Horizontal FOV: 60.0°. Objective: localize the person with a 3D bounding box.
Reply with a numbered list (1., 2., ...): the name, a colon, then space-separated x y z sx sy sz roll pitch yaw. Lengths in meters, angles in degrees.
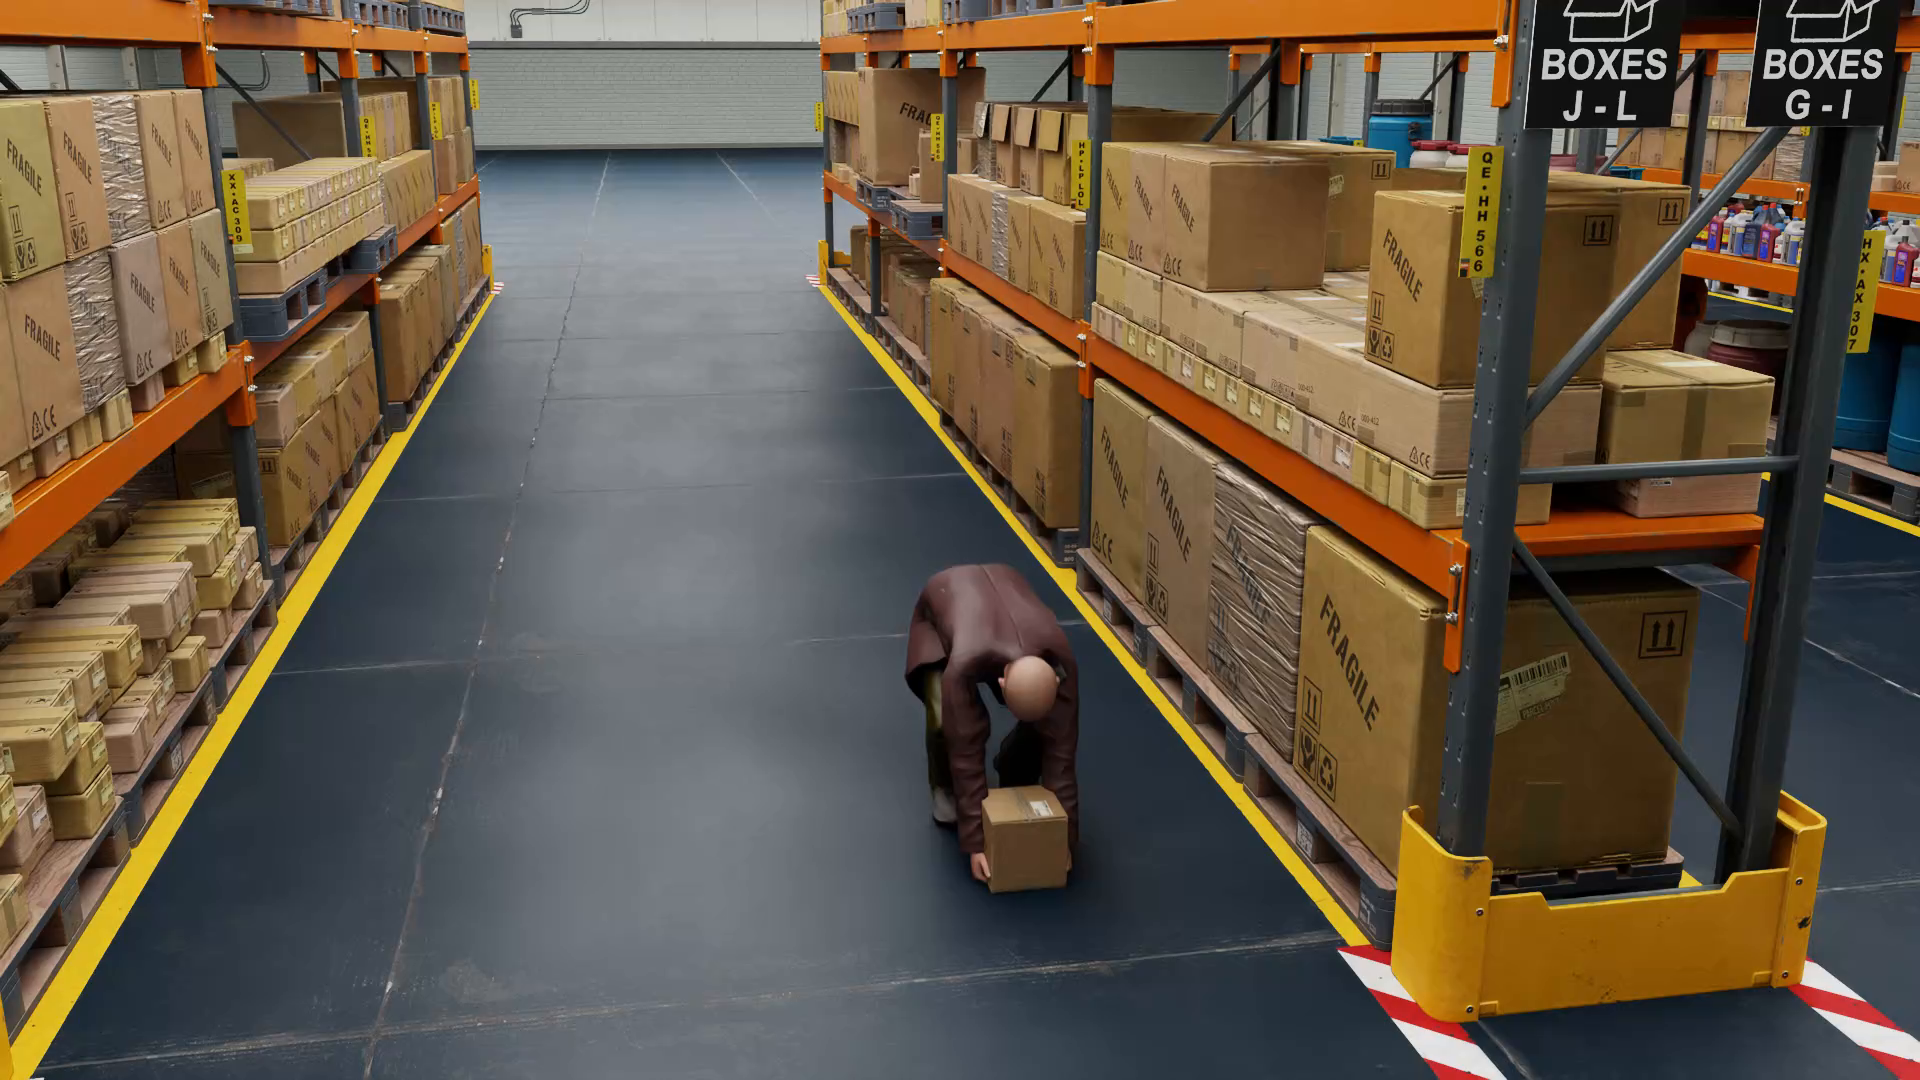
1. person: 0.126 0.578 5.682 0.594 0.908 0.961 -4 17 -13
